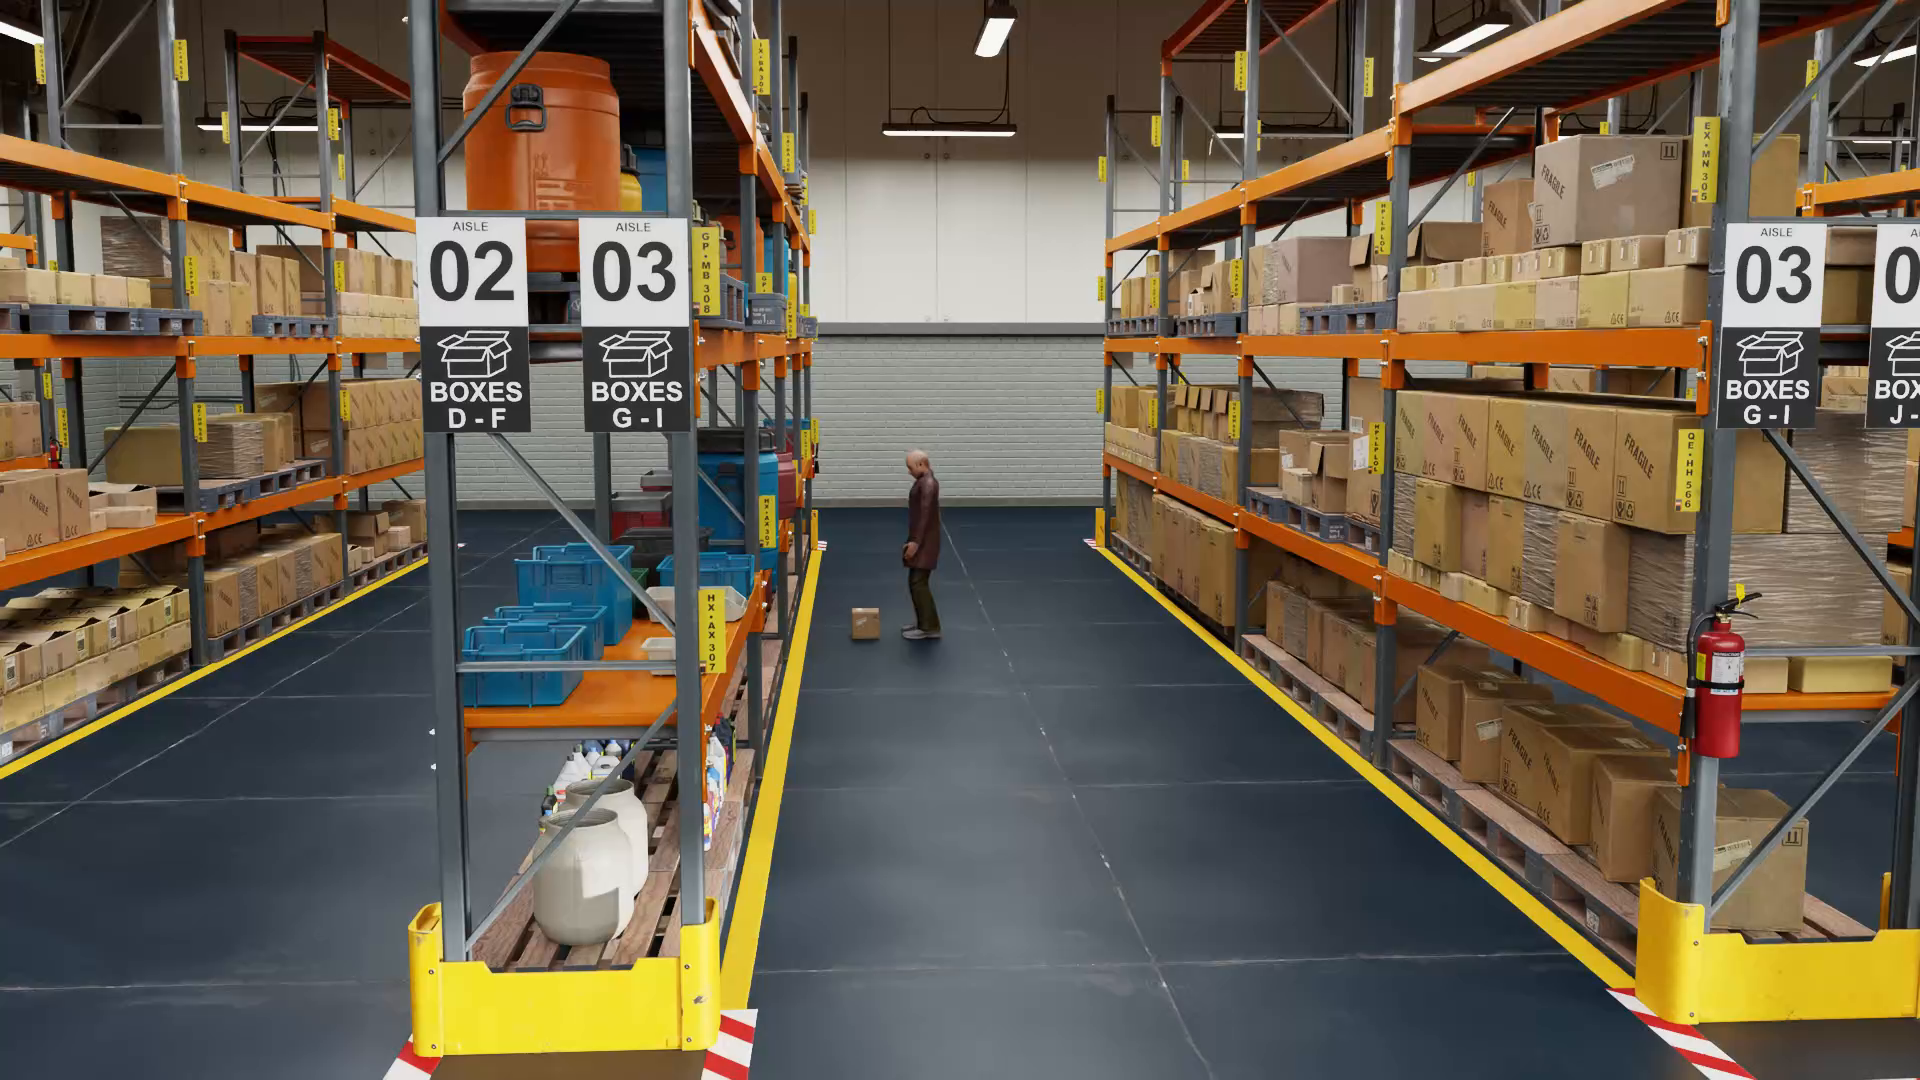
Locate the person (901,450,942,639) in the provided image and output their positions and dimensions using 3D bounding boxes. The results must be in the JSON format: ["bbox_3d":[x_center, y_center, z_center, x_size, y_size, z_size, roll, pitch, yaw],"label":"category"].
[{"bbox_3d":[-0.364,0.041,15.579,0.382,1.757,0.572,0,7,-2],"label":"person"}]
